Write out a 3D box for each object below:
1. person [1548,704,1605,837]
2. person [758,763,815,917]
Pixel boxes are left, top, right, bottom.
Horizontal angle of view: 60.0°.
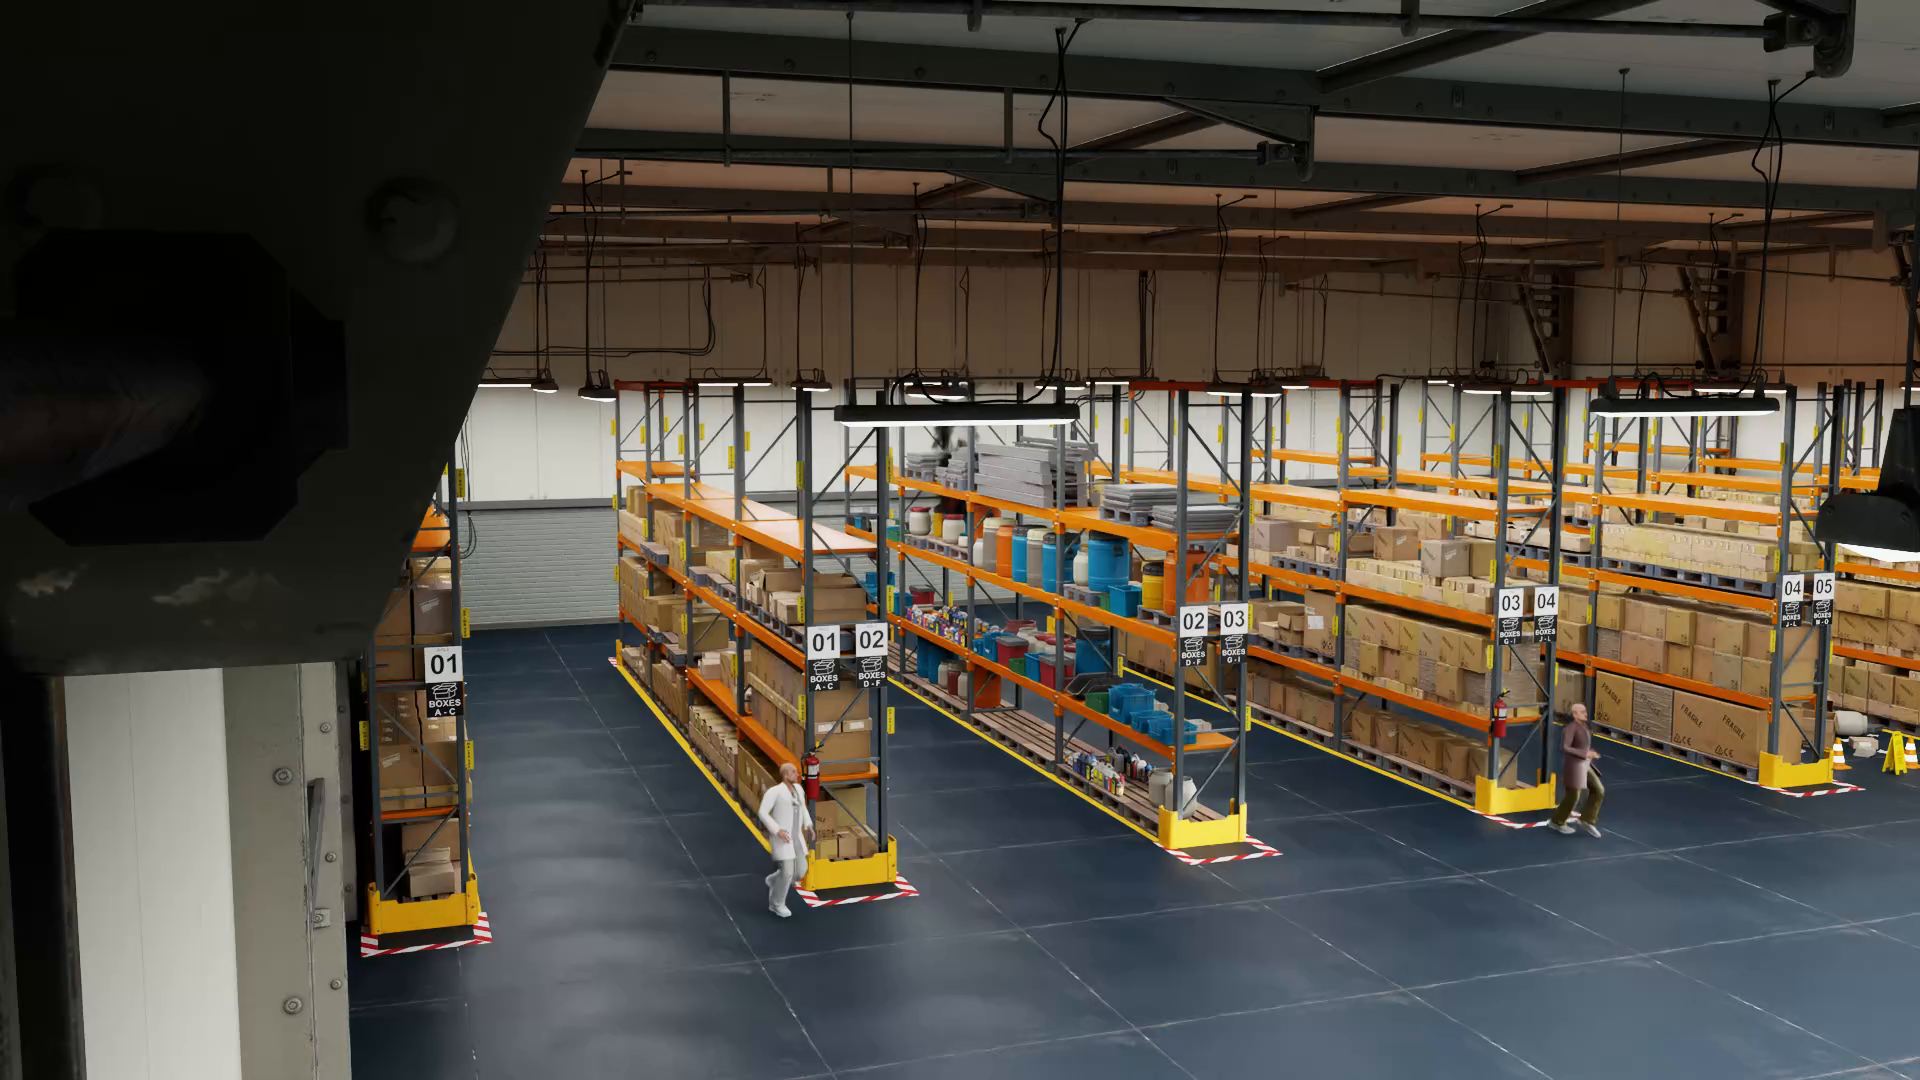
[{"bbox_3d":[8.302,3.095,22.326,0.695,1.819,0.770,5,8,40],"label":"person"},{"bbox_3d":[-2.010,3.445,19.273,0.581,1.729,0.779,5,8,38],"label":"person"}]
